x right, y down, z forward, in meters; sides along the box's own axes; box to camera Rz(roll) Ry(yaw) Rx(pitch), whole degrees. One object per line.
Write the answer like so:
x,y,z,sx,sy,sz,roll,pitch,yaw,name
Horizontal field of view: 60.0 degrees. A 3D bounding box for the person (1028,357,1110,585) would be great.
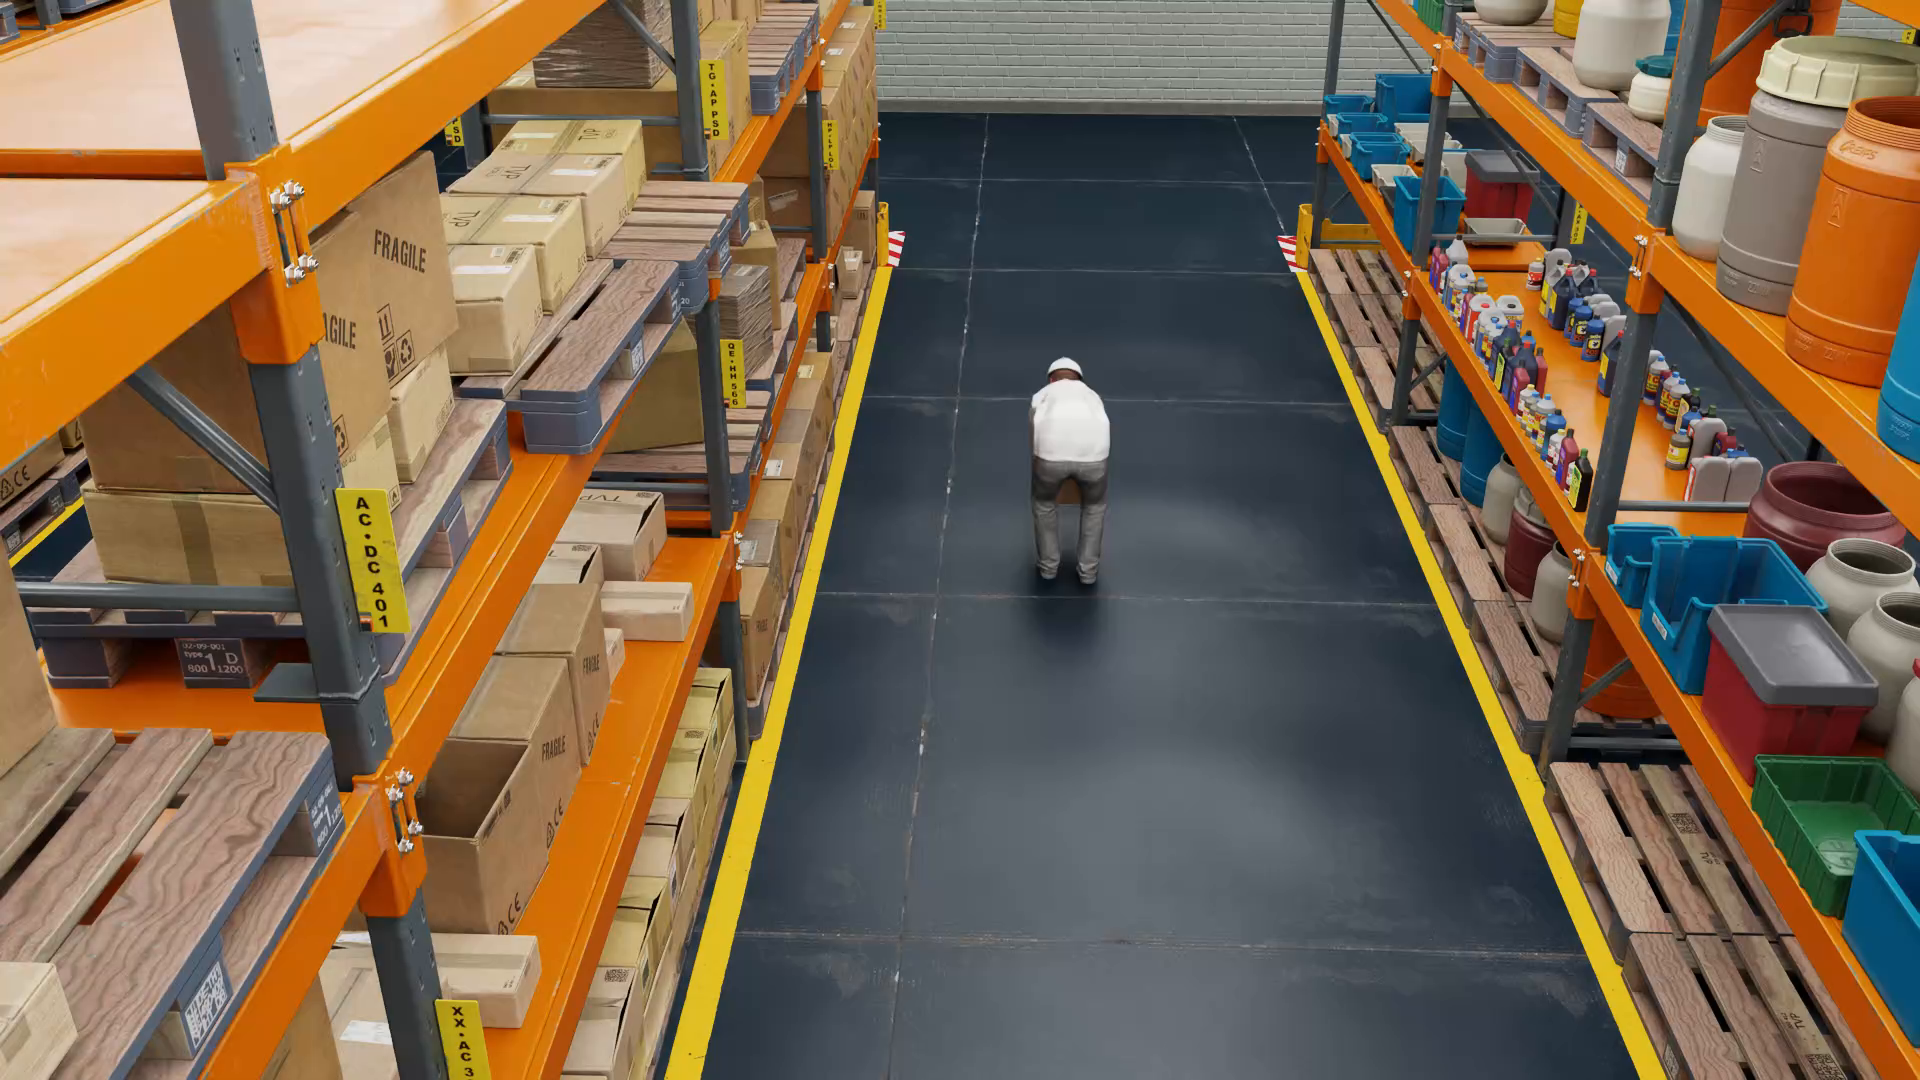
0.642,-0.415,10.049,0.465,1.152,0.992,0,28,0,person
